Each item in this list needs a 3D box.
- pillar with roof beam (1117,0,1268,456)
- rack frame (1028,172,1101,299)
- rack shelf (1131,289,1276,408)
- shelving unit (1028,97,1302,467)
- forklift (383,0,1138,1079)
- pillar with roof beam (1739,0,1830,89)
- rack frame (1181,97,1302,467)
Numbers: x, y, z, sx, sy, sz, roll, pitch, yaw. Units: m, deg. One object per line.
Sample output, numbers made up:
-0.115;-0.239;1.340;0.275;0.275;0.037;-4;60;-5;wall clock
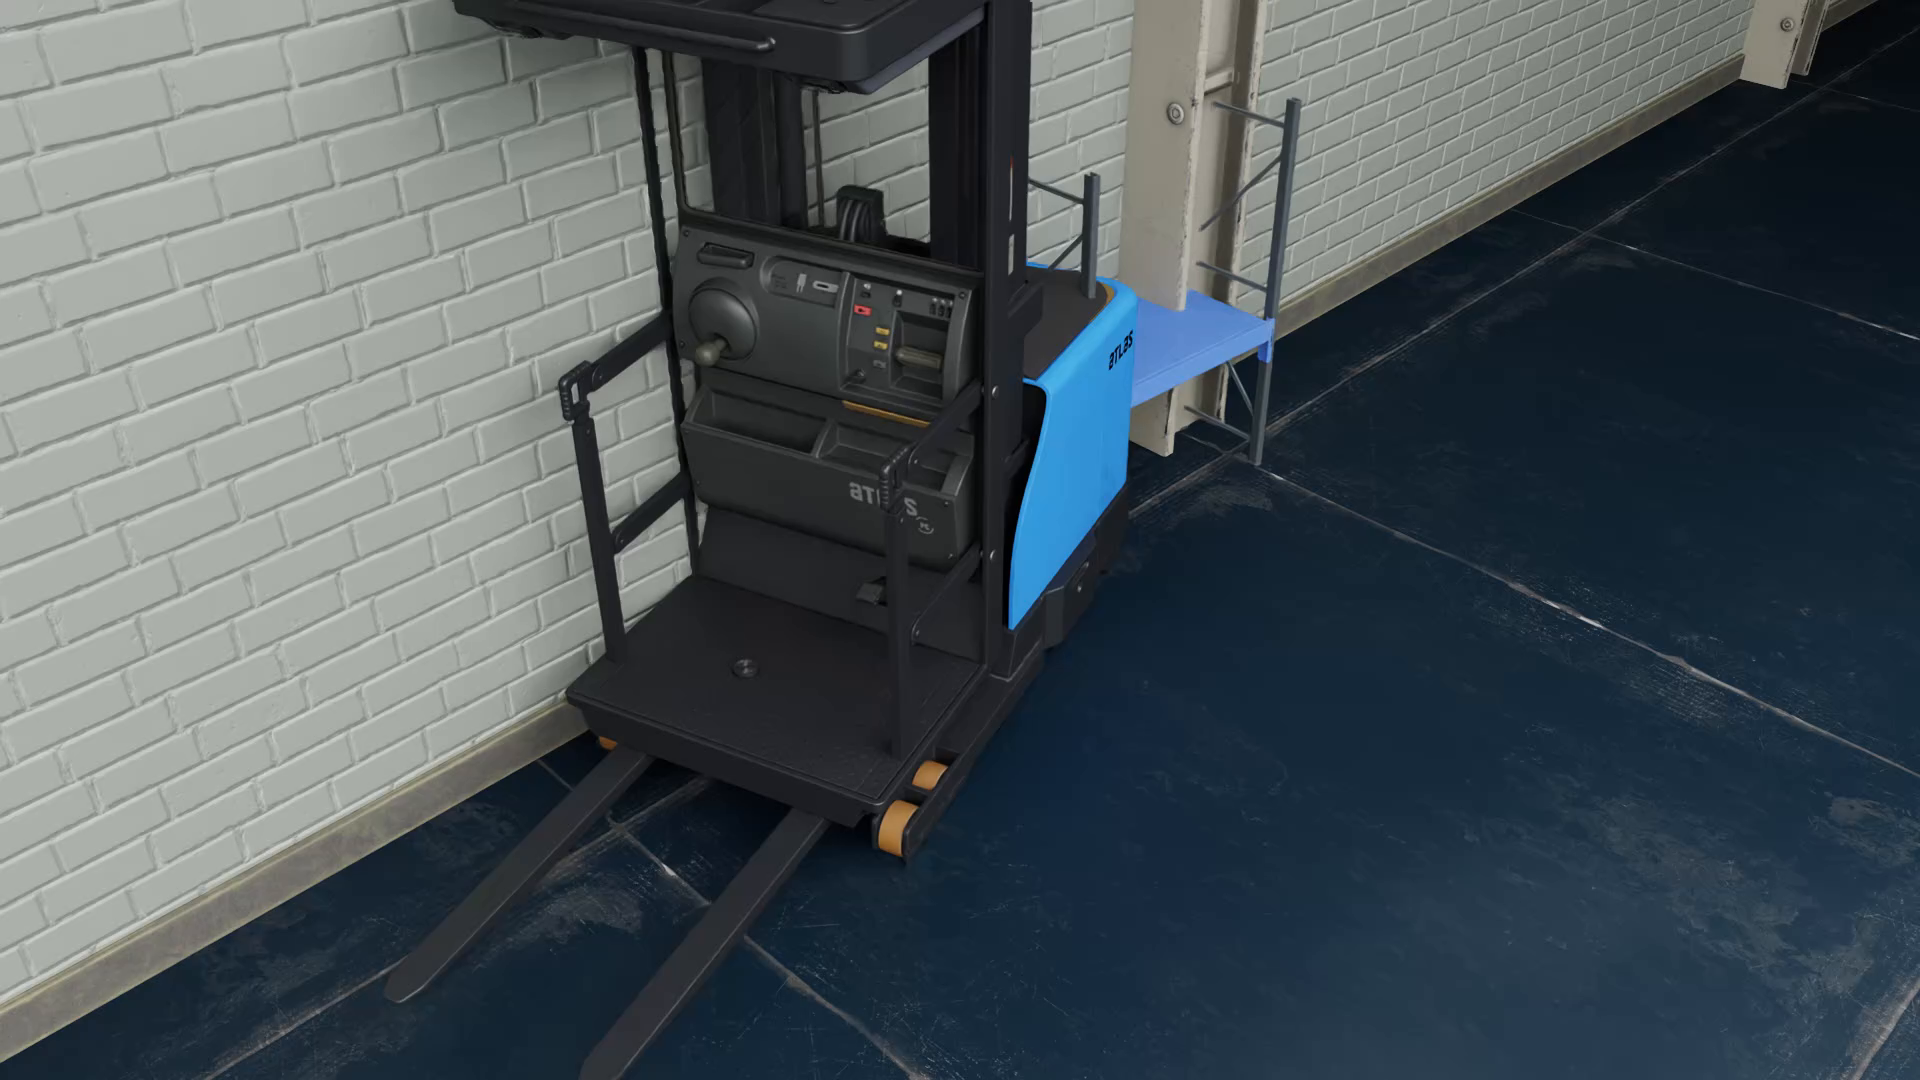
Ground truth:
3.915;-2.435;1.874;9.100;9.000;0.400;30;45;35;pillar with roof beam
0.272;-0.634;5.842;0.032;1.500;0.500;-27;42;-34;rack frame
0.650;-0.679;6.223;1.000;0.185;0.538;-27;42;-34;rack shelf
0.649;-0.828;6.122;1.048;1.500;0.538;-27;42;-34;shelving unit
-0.491;-0.558;4.487;1.130;2.935;3.031;16;38;21;forklift
8.143;-4.870;5.367;9.100;9.000;0.400;30;45;35;pillar with roof beam
1.026;-1.021;6.403;0.032;1.500;0.500;-27;42;-34;rack frame
